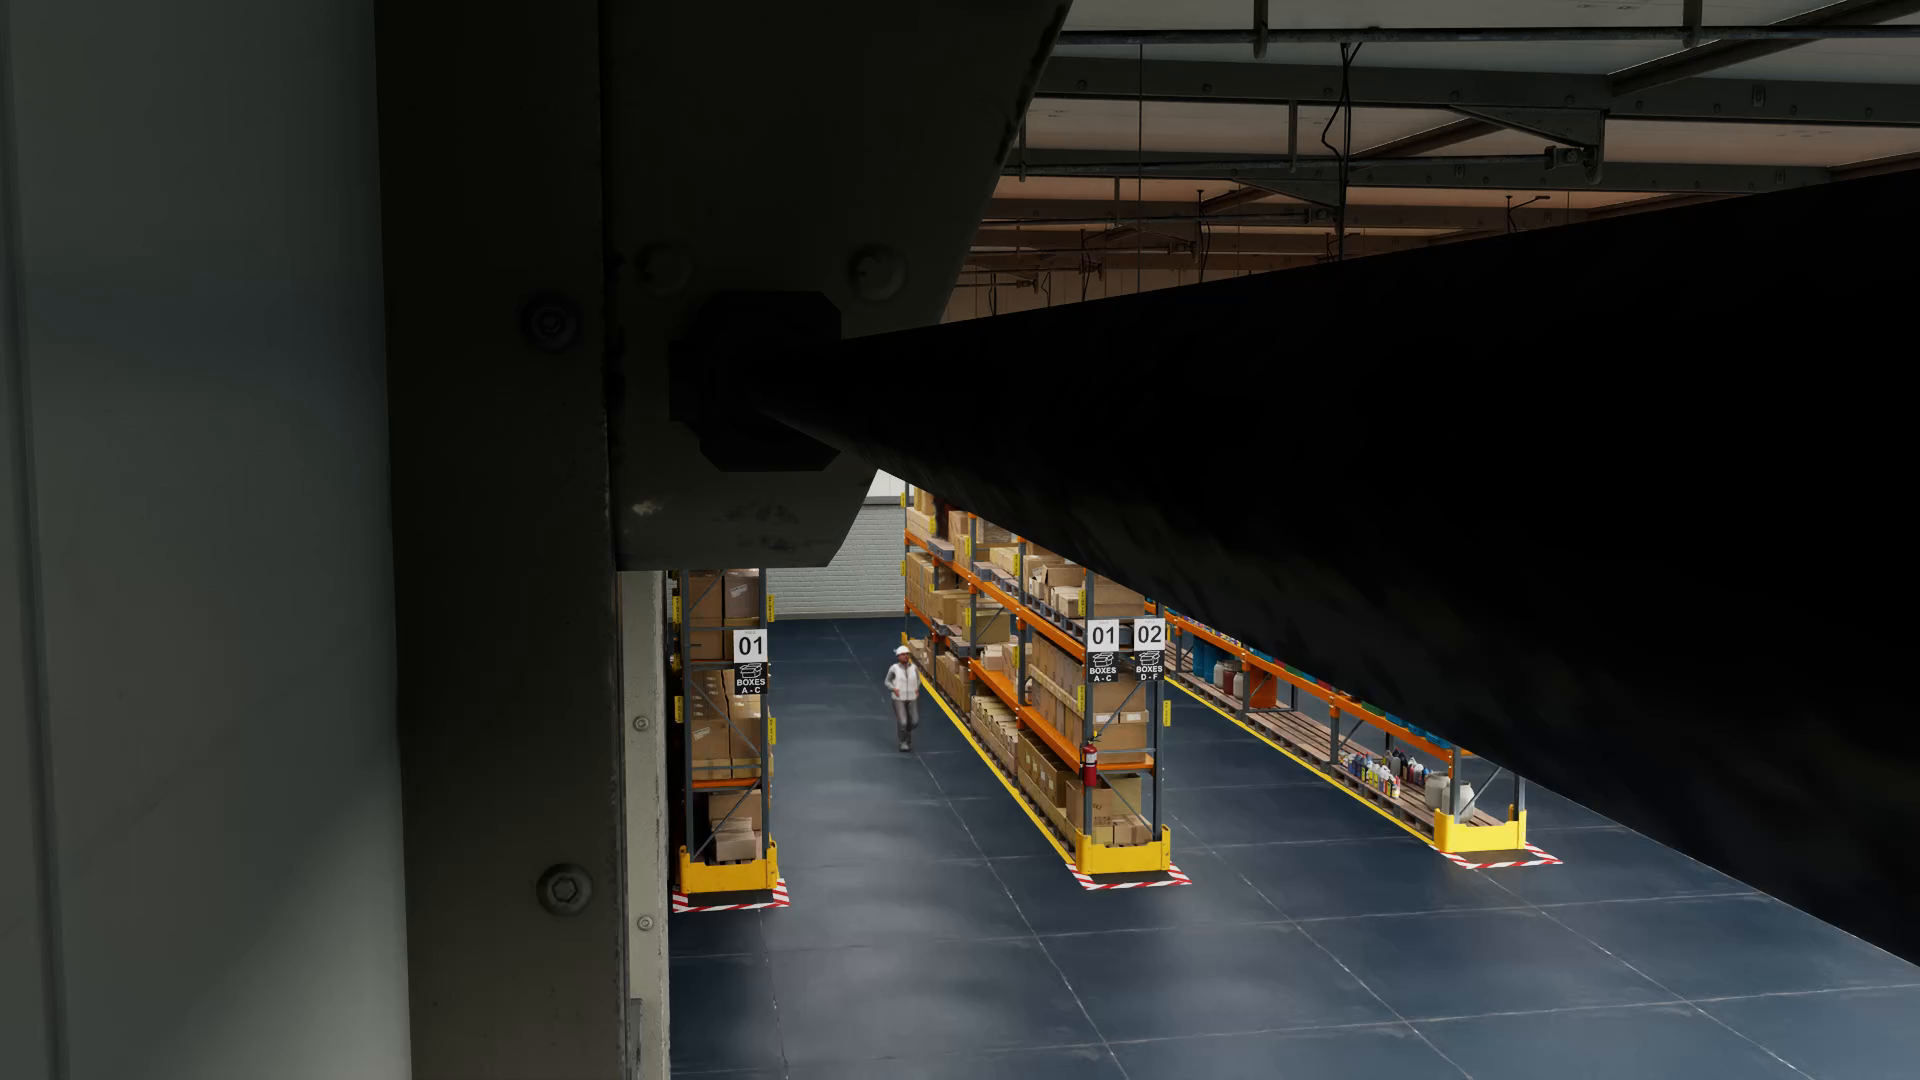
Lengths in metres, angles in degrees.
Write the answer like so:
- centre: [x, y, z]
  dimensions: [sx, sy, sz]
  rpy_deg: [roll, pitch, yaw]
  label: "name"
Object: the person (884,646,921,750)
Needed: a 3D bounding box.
- centre: [-0.918, 2.616, 27.547]
  dimensions: [0.652, 1.722, 0.604]
  rpy_deg: [-2, 6, -19]
  label: "person"
